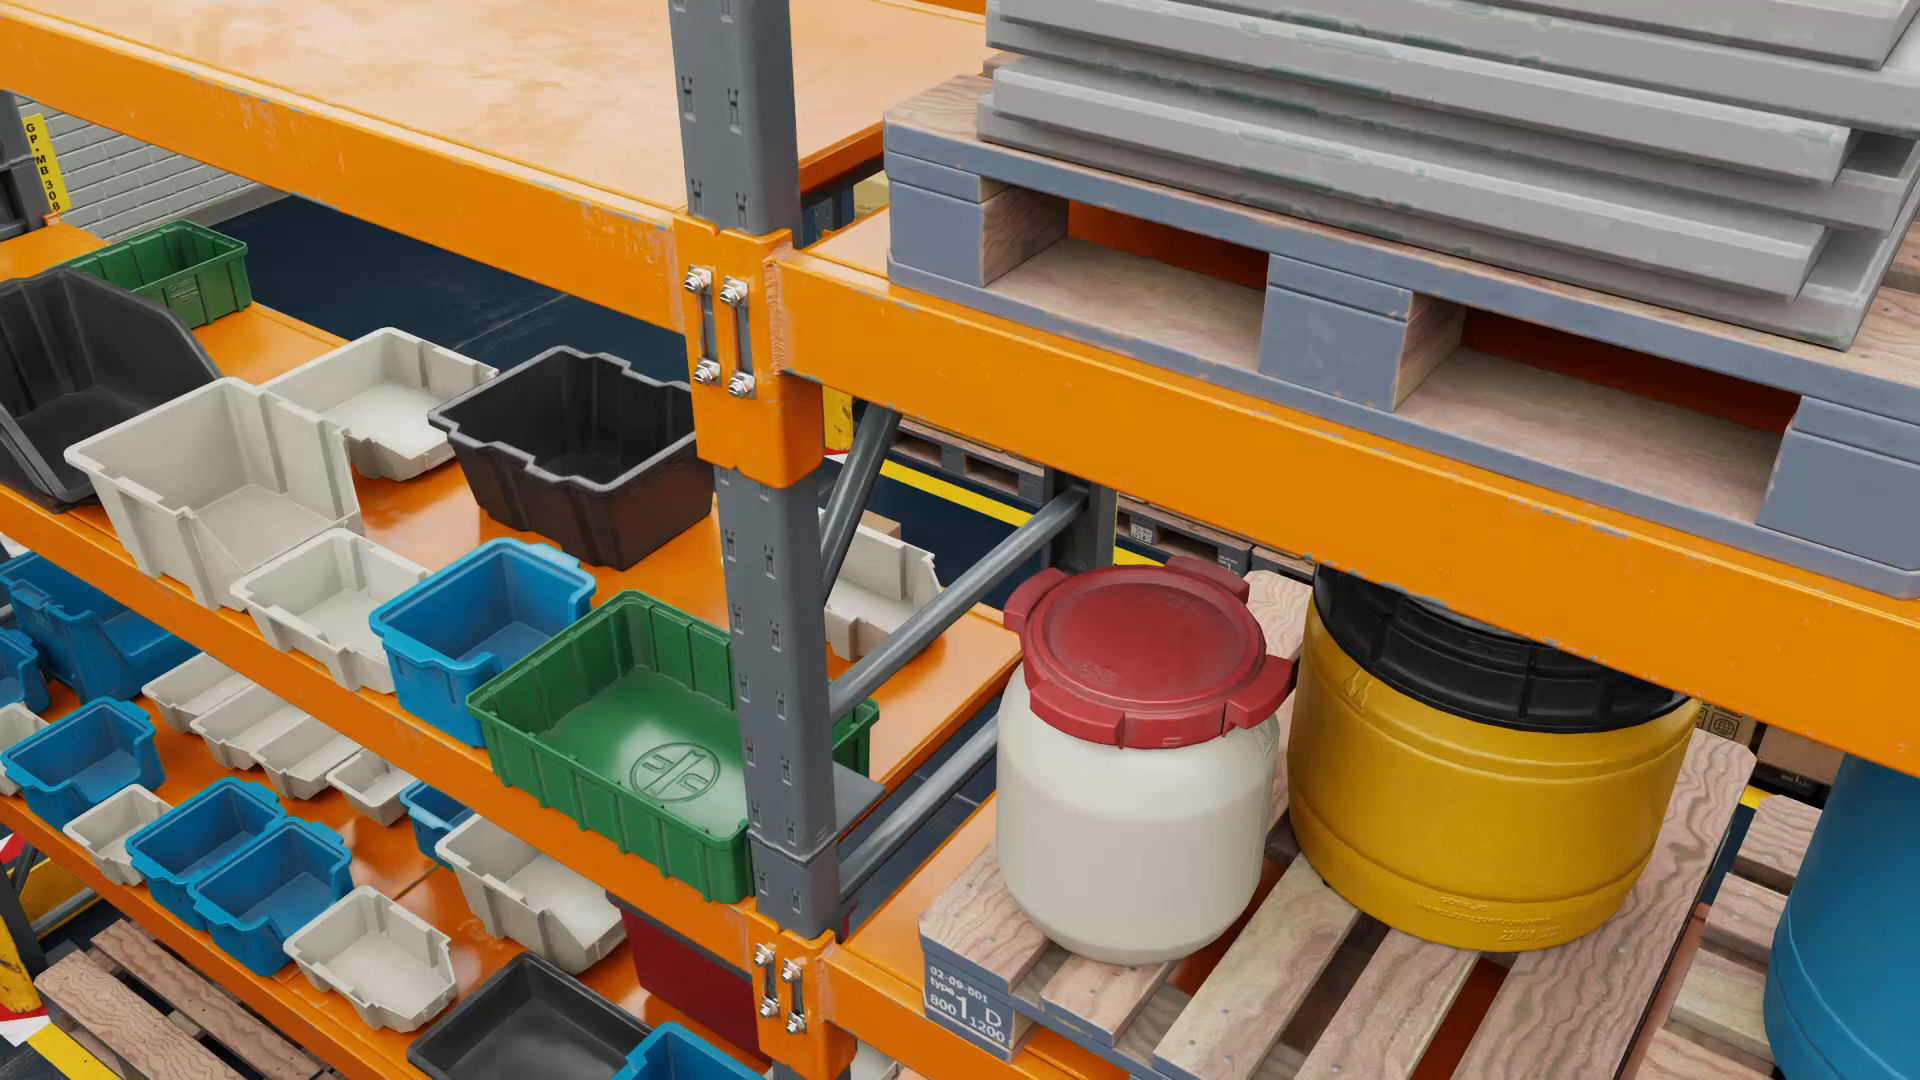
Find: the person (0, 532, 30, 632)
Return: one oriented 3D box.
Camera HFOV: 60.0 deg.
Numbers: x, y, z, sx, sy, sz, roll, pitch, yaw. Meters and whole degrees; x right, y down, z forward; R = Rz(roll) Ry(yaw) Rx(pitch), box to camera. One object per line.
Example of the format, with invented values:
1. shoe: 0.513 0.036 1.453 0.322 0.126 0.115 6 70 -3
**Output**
1. person: -3.998 0.007 7.254 0.525 1.783 0.553 -7 35 -10
